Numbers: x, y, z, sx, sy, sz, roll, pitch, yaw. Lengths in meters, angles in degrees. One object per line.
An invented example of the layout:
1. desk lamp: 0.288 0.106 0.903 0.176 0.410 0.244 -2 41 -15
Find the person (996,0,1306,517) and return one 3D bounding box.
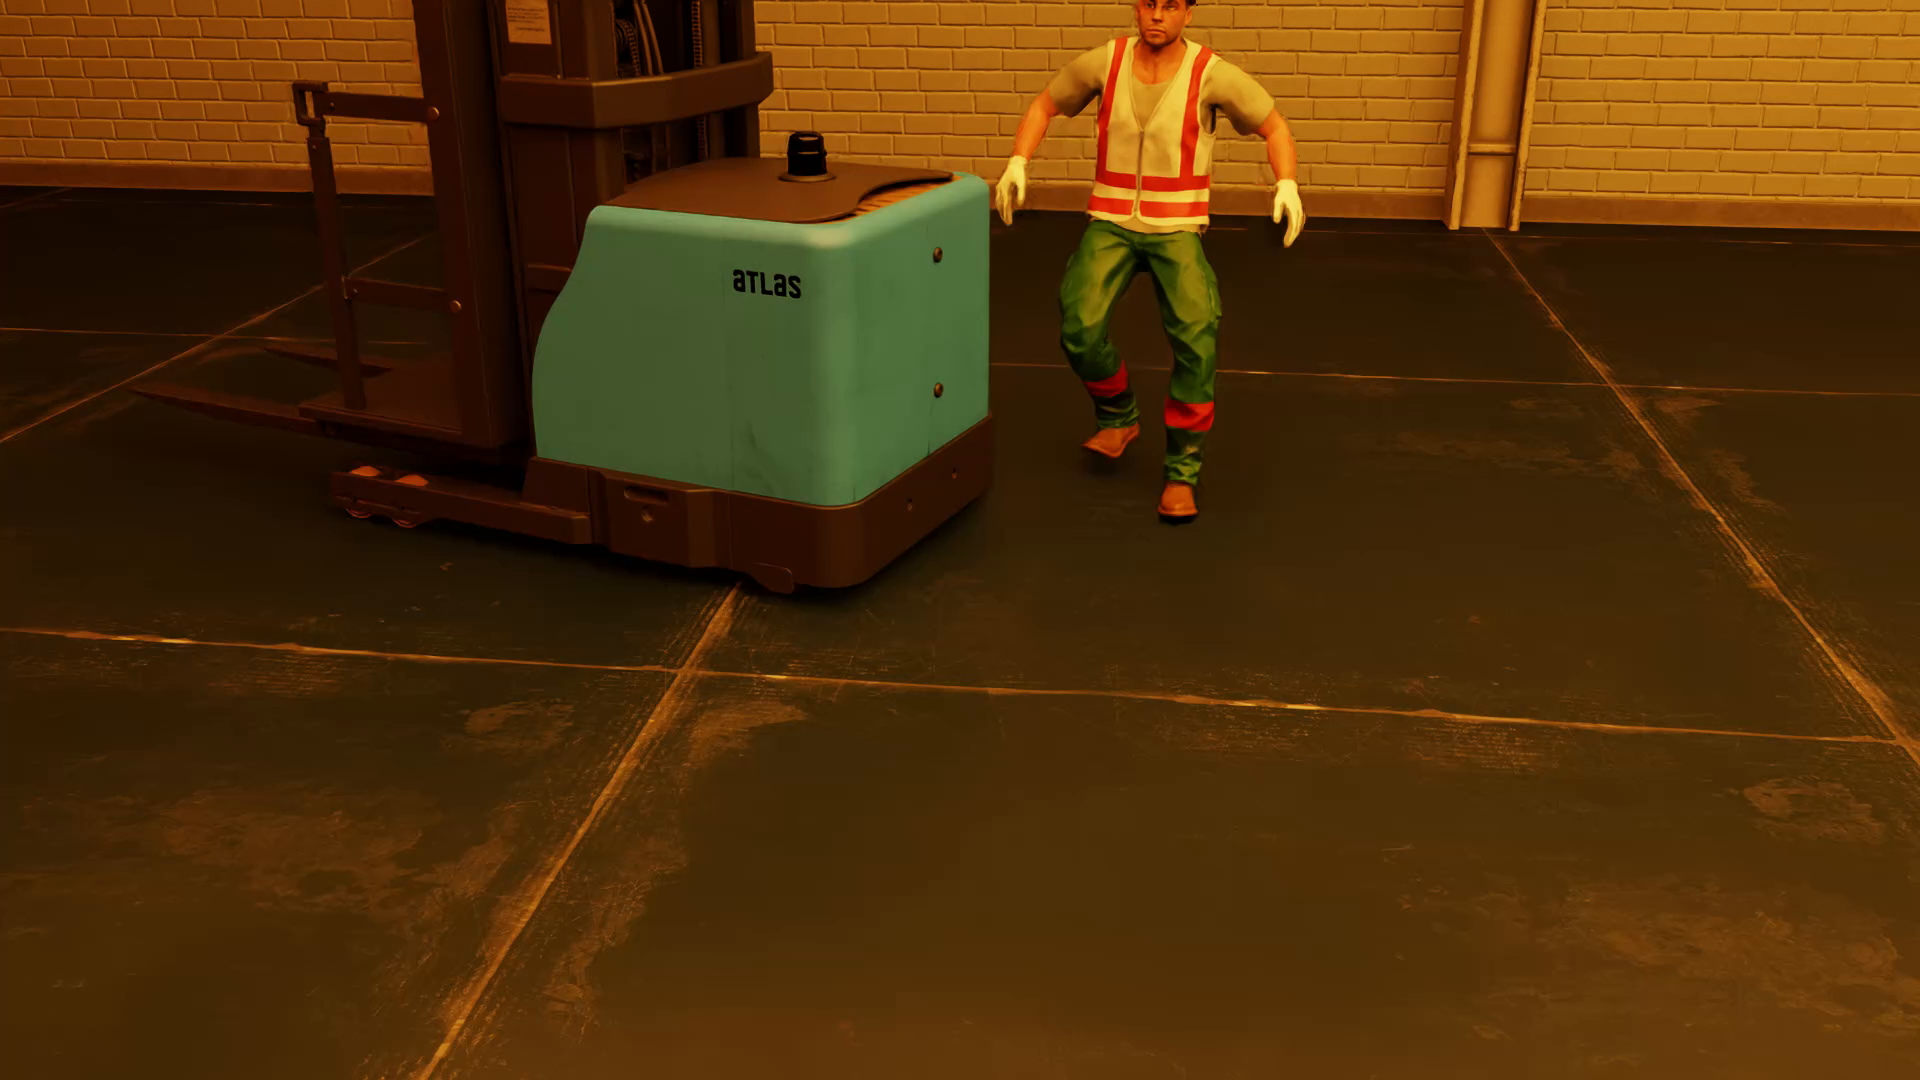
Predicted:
1. person: 0.585 -0.969 5.342 0.998 1.722 0.683 8 23 19

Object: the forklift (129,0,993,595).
1. forklift: -1.451 -1.563 5.135 3.031 2.935 1.130 10 24 23
